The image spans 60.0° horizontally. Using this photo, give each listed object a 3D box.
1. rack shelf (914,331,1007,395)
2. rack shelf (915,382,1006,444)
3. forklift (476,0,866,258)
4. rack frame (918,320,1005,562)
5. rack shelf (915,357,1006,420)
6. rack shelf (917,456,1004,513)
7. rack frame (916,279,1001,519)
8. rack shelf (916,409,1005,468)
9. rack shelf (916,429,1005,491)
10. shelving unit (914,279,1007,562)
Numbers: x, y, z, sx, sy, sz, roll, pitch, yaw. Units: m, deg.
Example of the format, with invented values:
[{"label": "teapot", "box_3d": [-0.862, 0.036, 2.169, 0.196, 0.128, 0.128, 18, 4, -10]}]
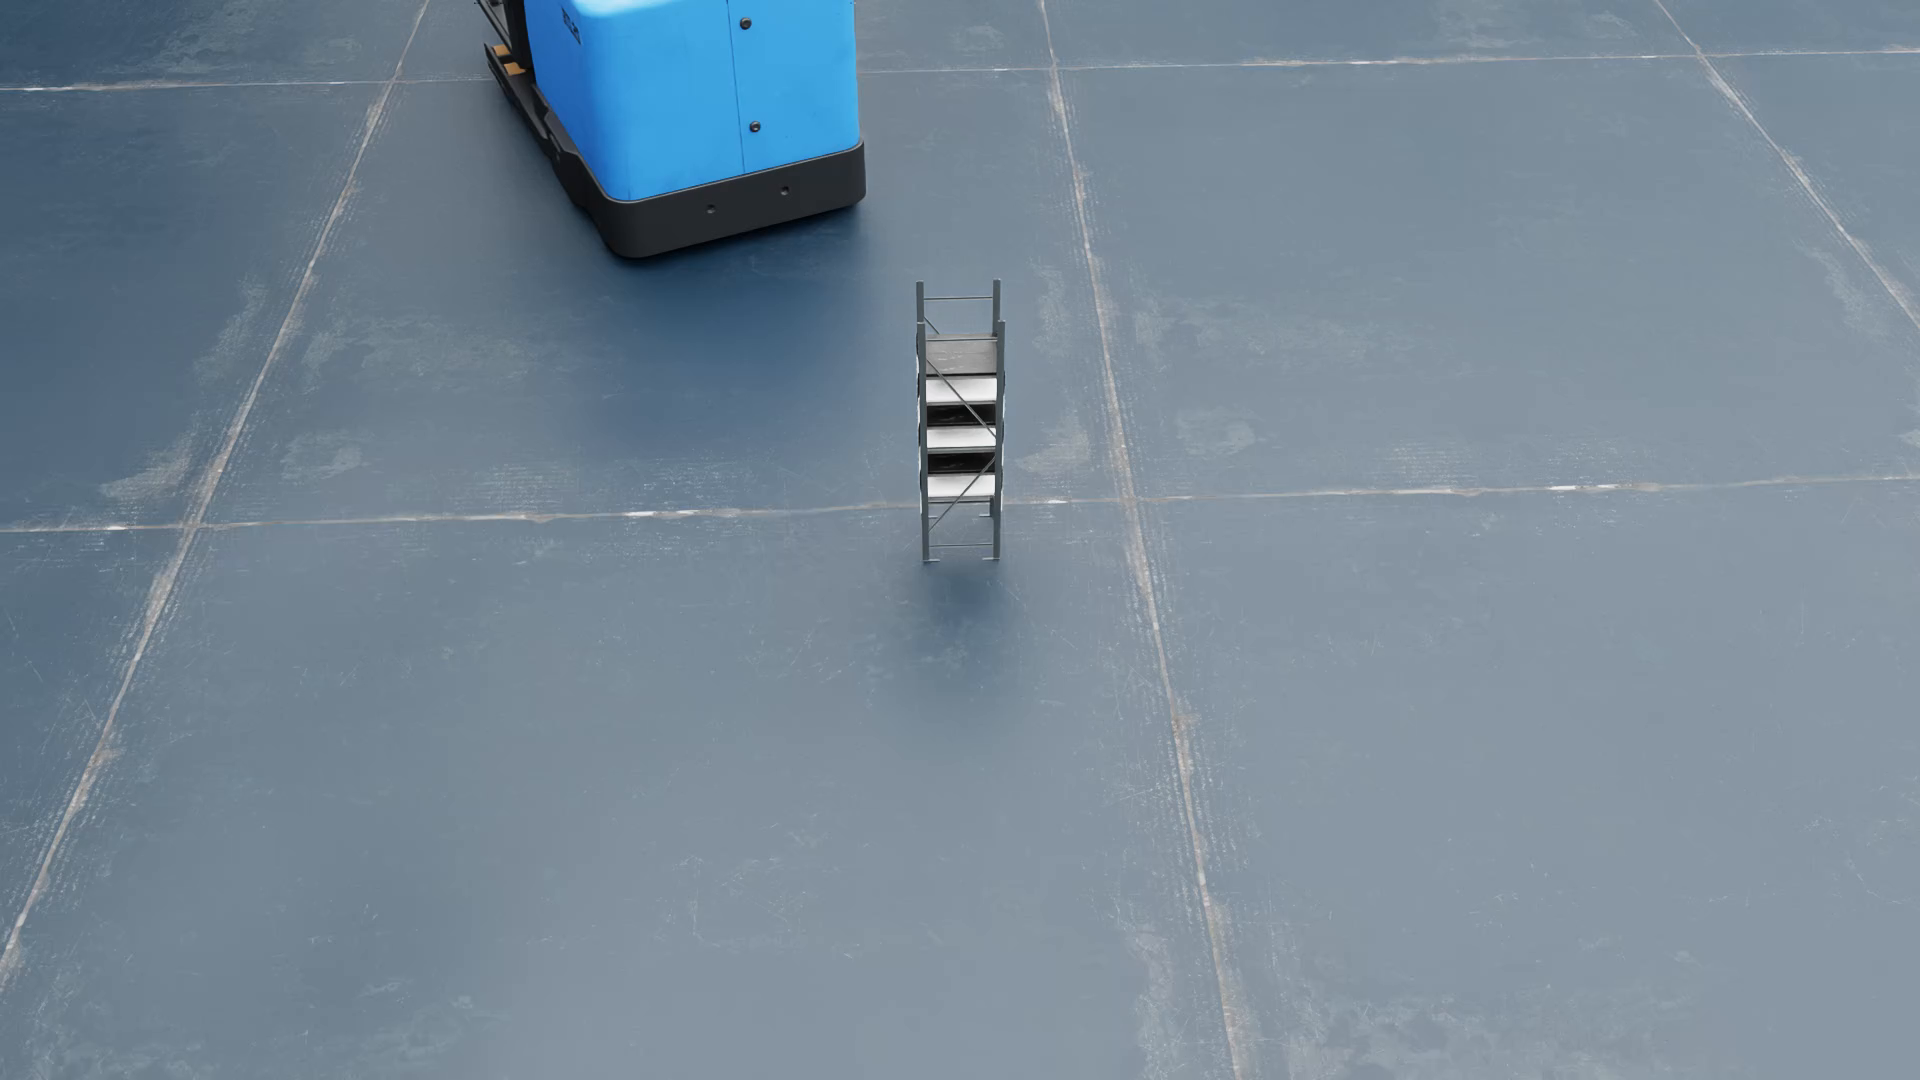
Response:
[{"label": "rack shelf", "box_3d": [0.000, -0.512, 4.792, 0.258, 0.077, 0.200, -2, 43, -2]}, {"label": "rack shelf", "box_3d": [0.000, -0.379, 4.914, 0.258, 0.077, 0.200, -2, 43, -2]}, {"label": "forklift", "box_3d": [-1.477, -3.148, 6.515, 1.130, 2.935, 3.031, -18, 46, -19]}, {"label": "rack frame", "box_3d": [0.004, -0.269, 4.877, 0.240, 0.900, 0.006, -2, 43, -2]}, {"label": "rack shelf", "box_3d": [0.000, -0.445, 4.853, 0.258, 0.077, 0.200, -2, 43, -2]}, {"label": "rack shelf", "box_3d": [0.000, -0.180, 5.096, 0.258, 0.077, 0.200, -2, 43, -2]}, {"label": "rack frame", "box_3d": [-0.005, -0.406, 5.027, 0.240, 0.900, 0.006, -2, 43, -2]}, {"label": "rack shelf", "box_3d": [0.000, -0.313, 4.974, 0.258, 0.077, 0.200, -2, 43, -2]}, {"label": "rack shelf", "box_3d": [0.000, -0.246, 5.035, 0.258, 0.077, 0.200, -2, 43, -2]}, {"label": "shelving unit", "box_3d": [0.000, -0.337, 4.952, 0.258, 0.900, 0.210, -2, 43, -2]}]
